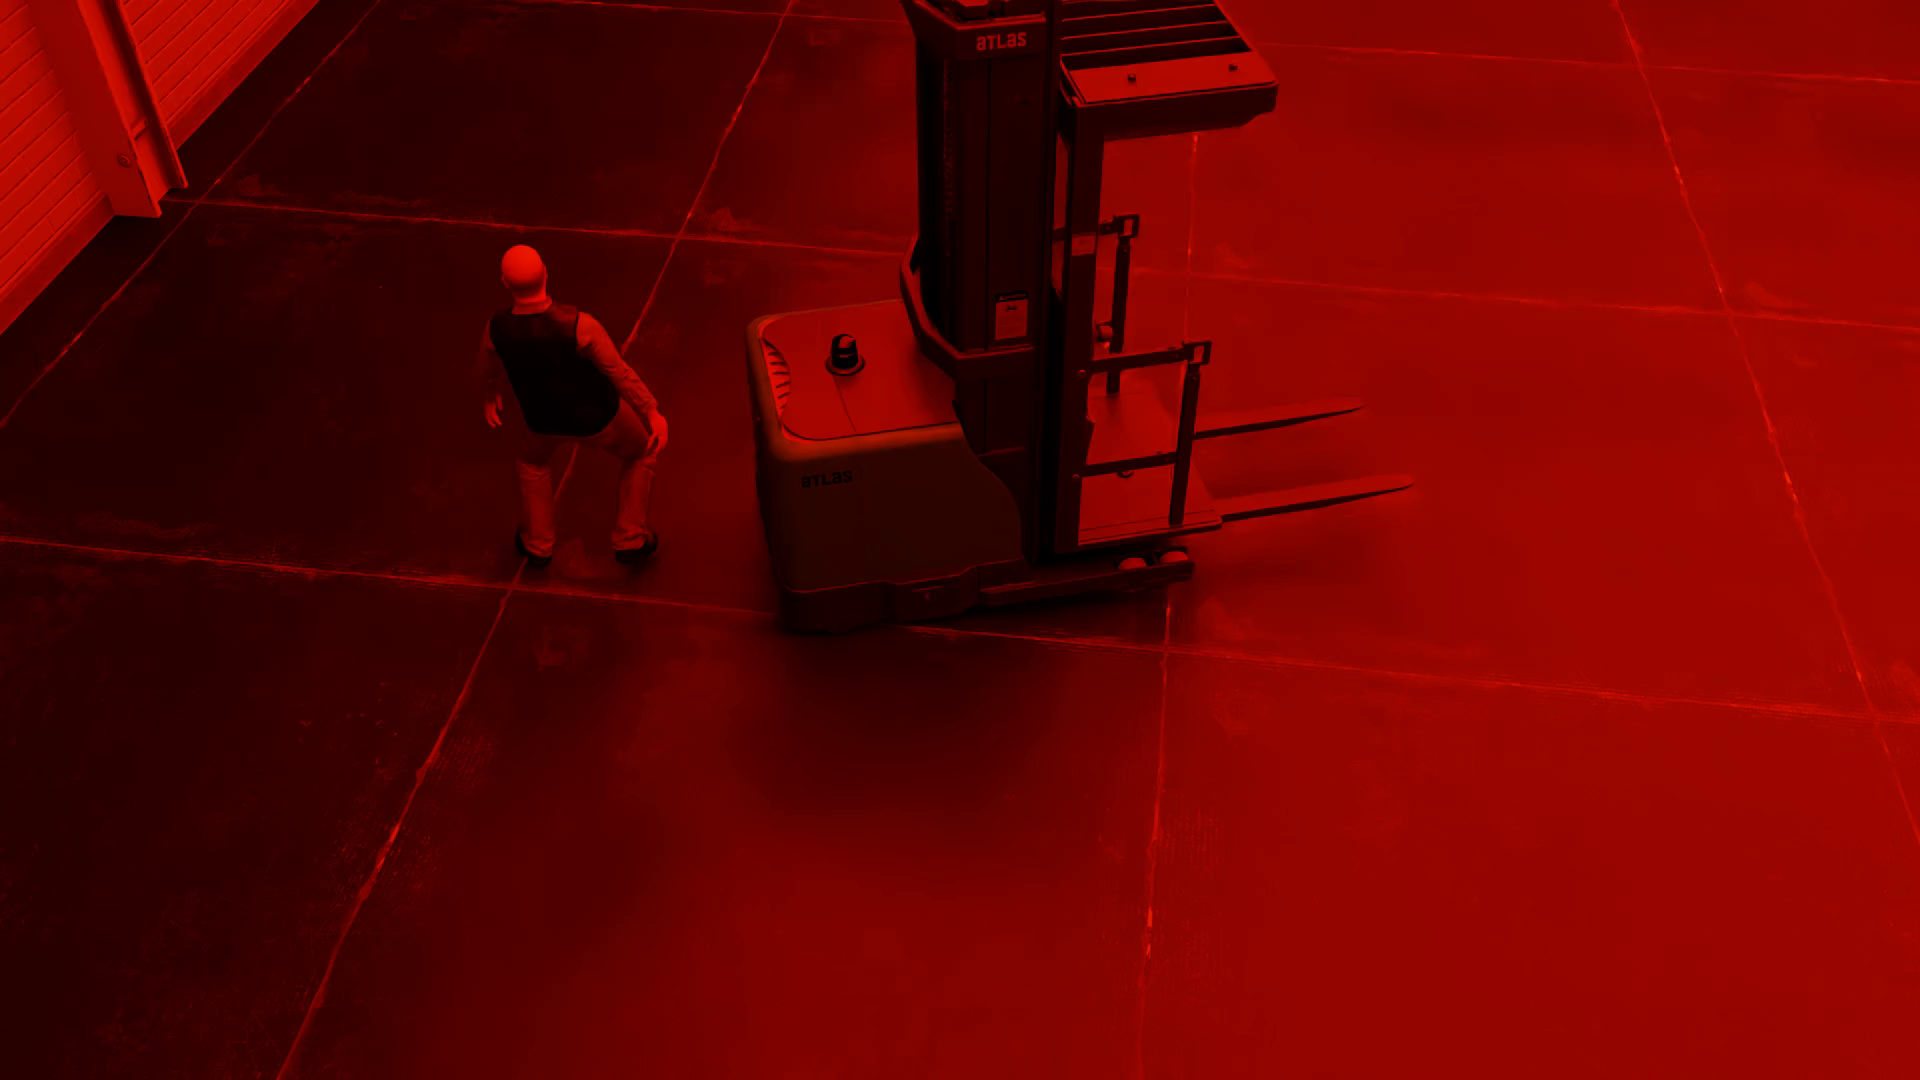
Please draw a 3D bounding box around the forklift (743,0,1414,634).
[{"bbox_3d":[0.598,-1.179,7.008,3.031,2.935,1.130,-9,43,-9],"label":"forklift"}]

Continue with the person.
[{"bbox_3d":[-1.697,-0.579,7.318,0.885,1.629,0.486,6,43,6],"label":"person"}]
